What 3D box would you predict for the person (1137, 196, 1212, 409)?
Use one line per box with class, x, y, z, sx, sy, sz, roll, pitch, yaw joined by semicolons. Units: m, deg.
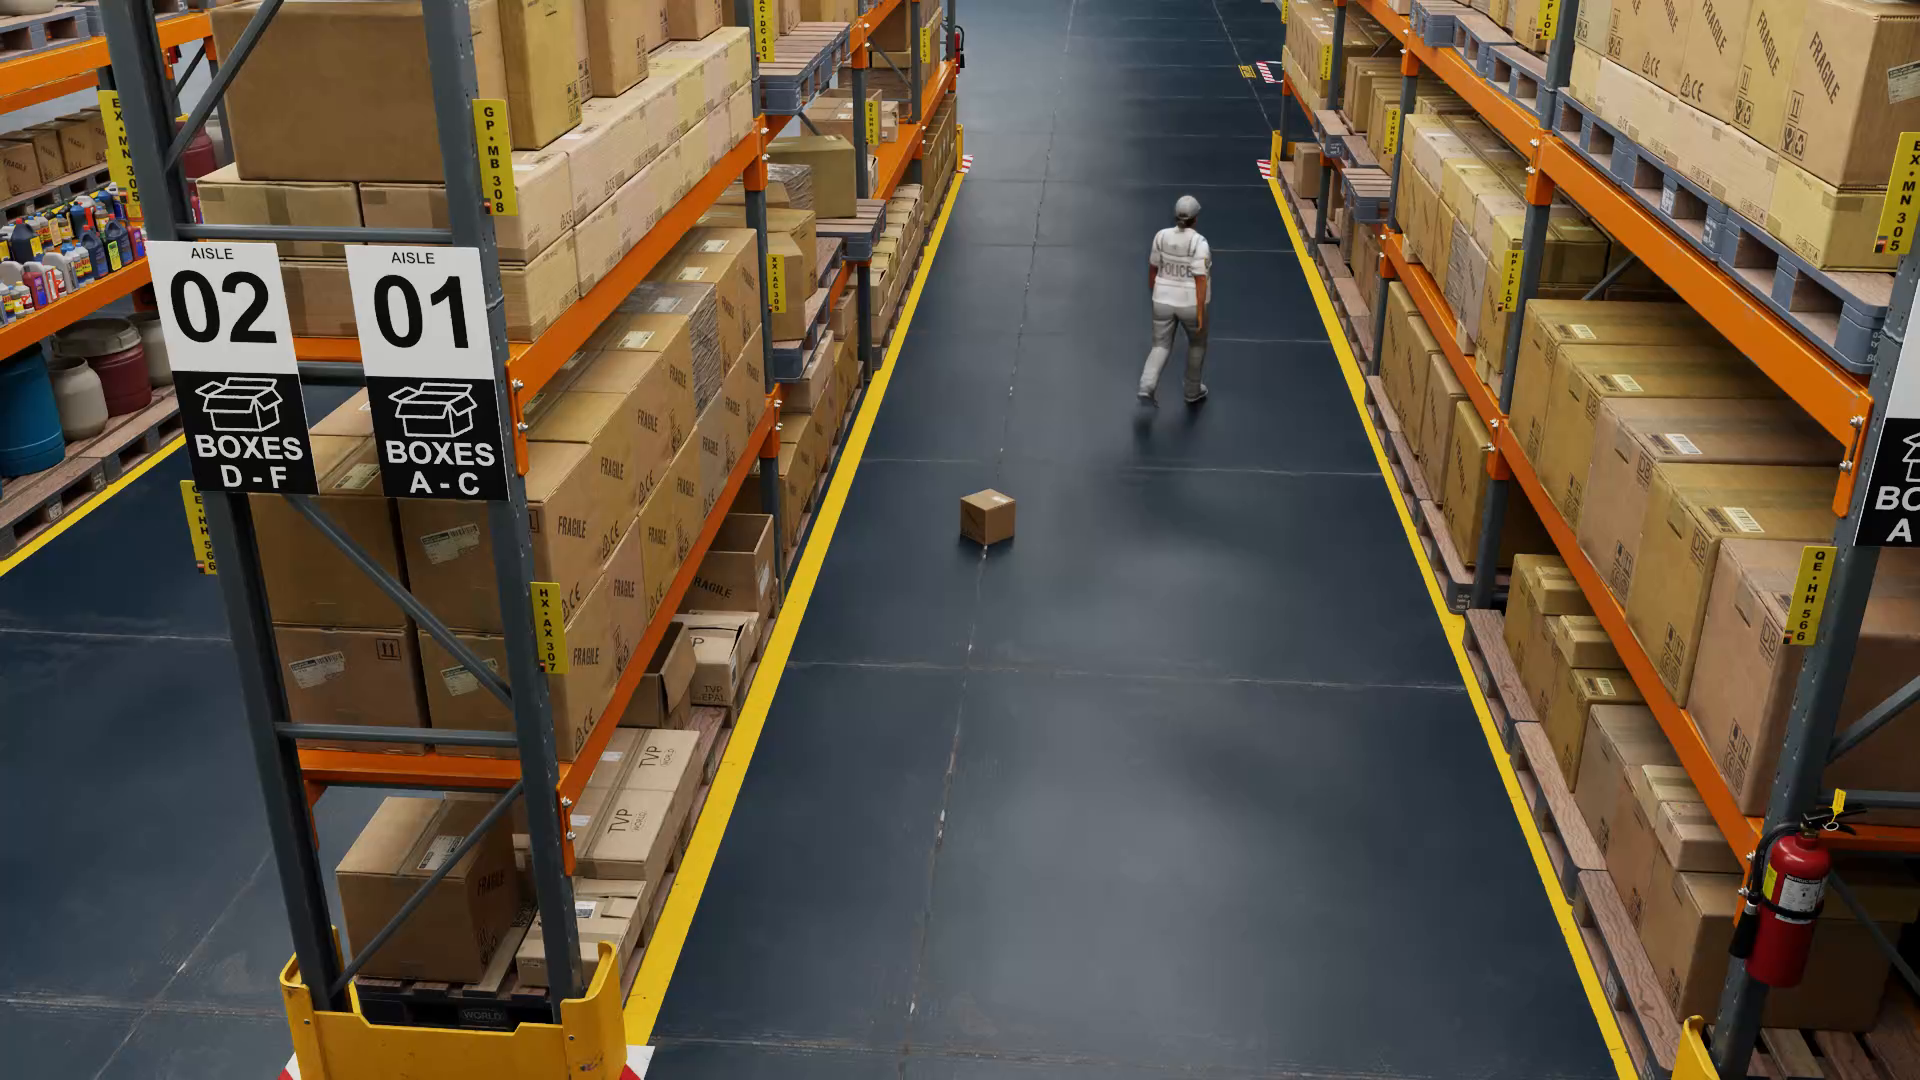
person;1.617;-1.764;12.425;0.490;1.624;0.893;12;27;25
